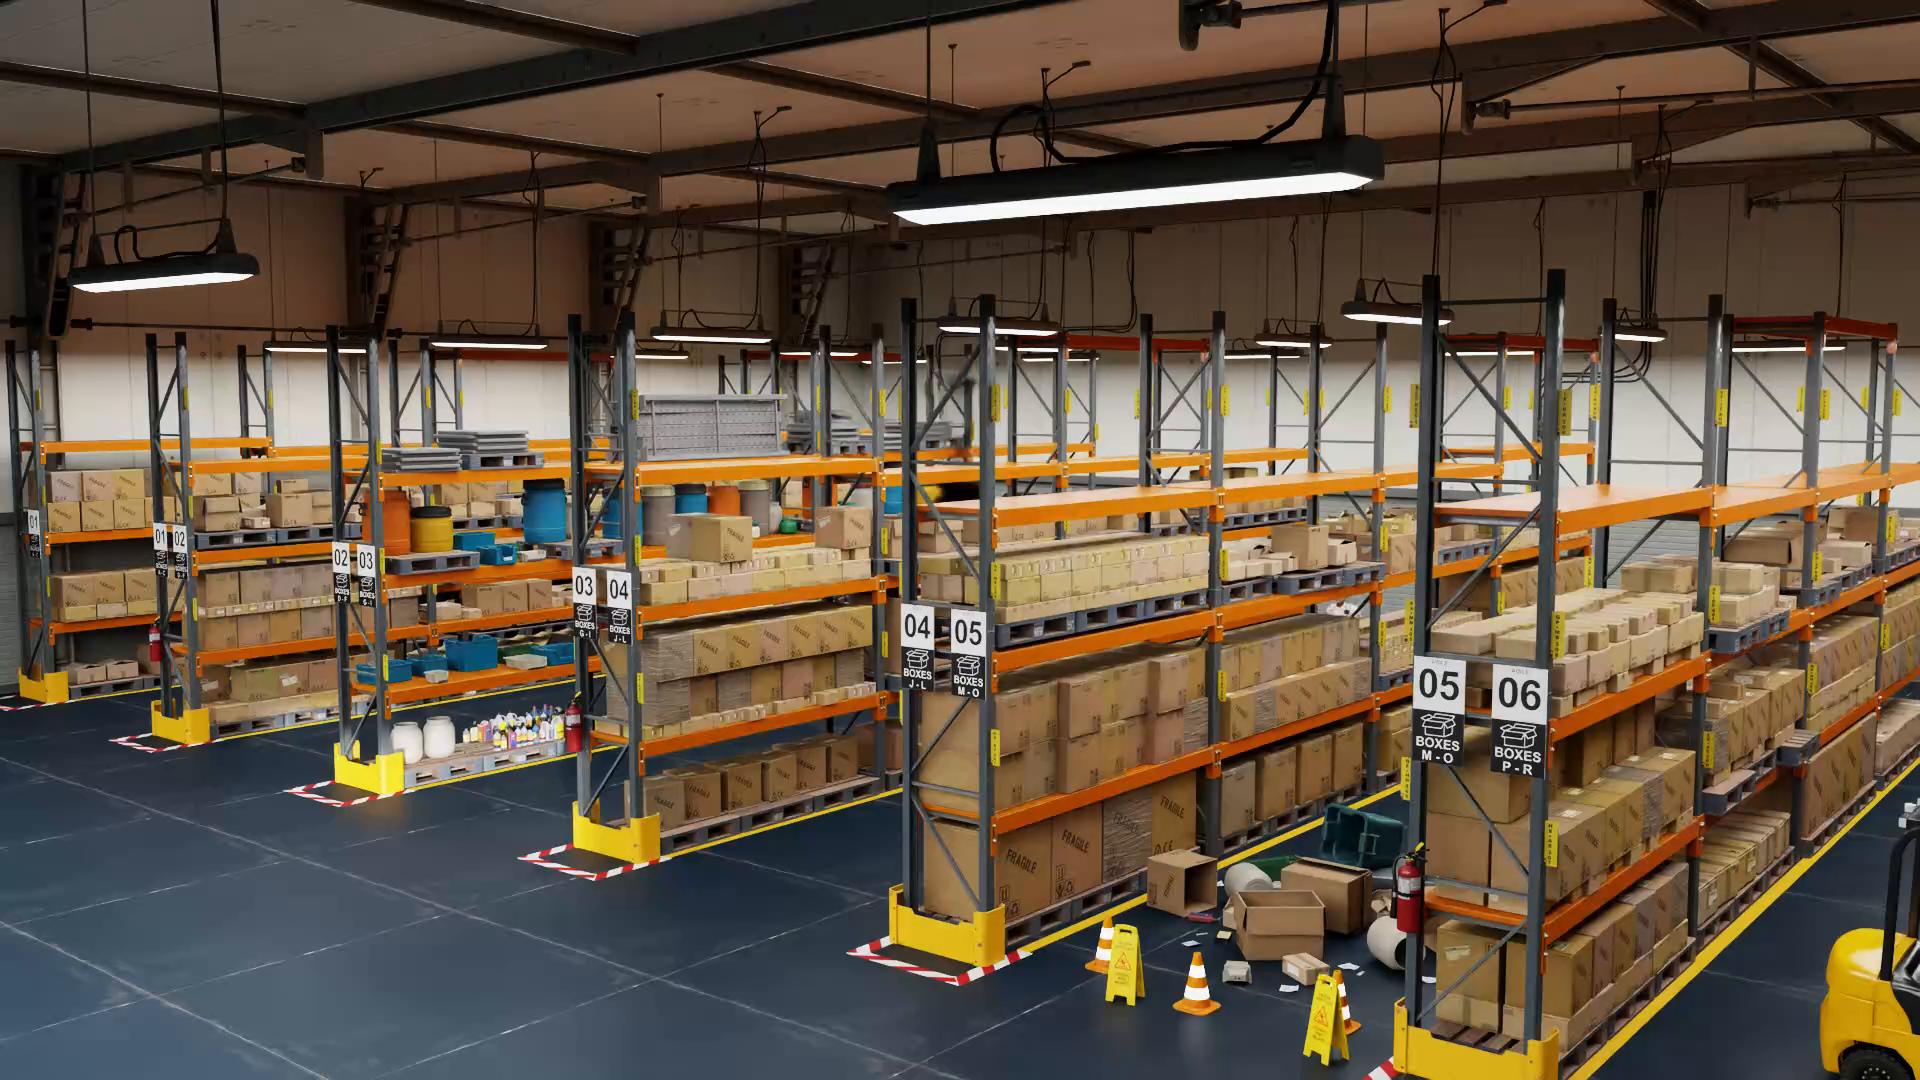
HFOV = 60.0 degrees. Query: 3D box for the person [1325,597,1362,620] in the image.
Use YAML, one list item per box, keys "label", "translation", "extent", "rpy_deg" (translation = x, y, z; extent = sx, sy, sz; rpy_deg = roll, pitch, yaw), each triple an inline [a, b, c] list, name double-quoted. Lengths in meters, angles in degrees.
- label: "person"
  translation: [6.603, 1.696, 28.926]
  extent: [0.666, 1.751, 0.594]
  rpy_deg: [4, 6, 36]
